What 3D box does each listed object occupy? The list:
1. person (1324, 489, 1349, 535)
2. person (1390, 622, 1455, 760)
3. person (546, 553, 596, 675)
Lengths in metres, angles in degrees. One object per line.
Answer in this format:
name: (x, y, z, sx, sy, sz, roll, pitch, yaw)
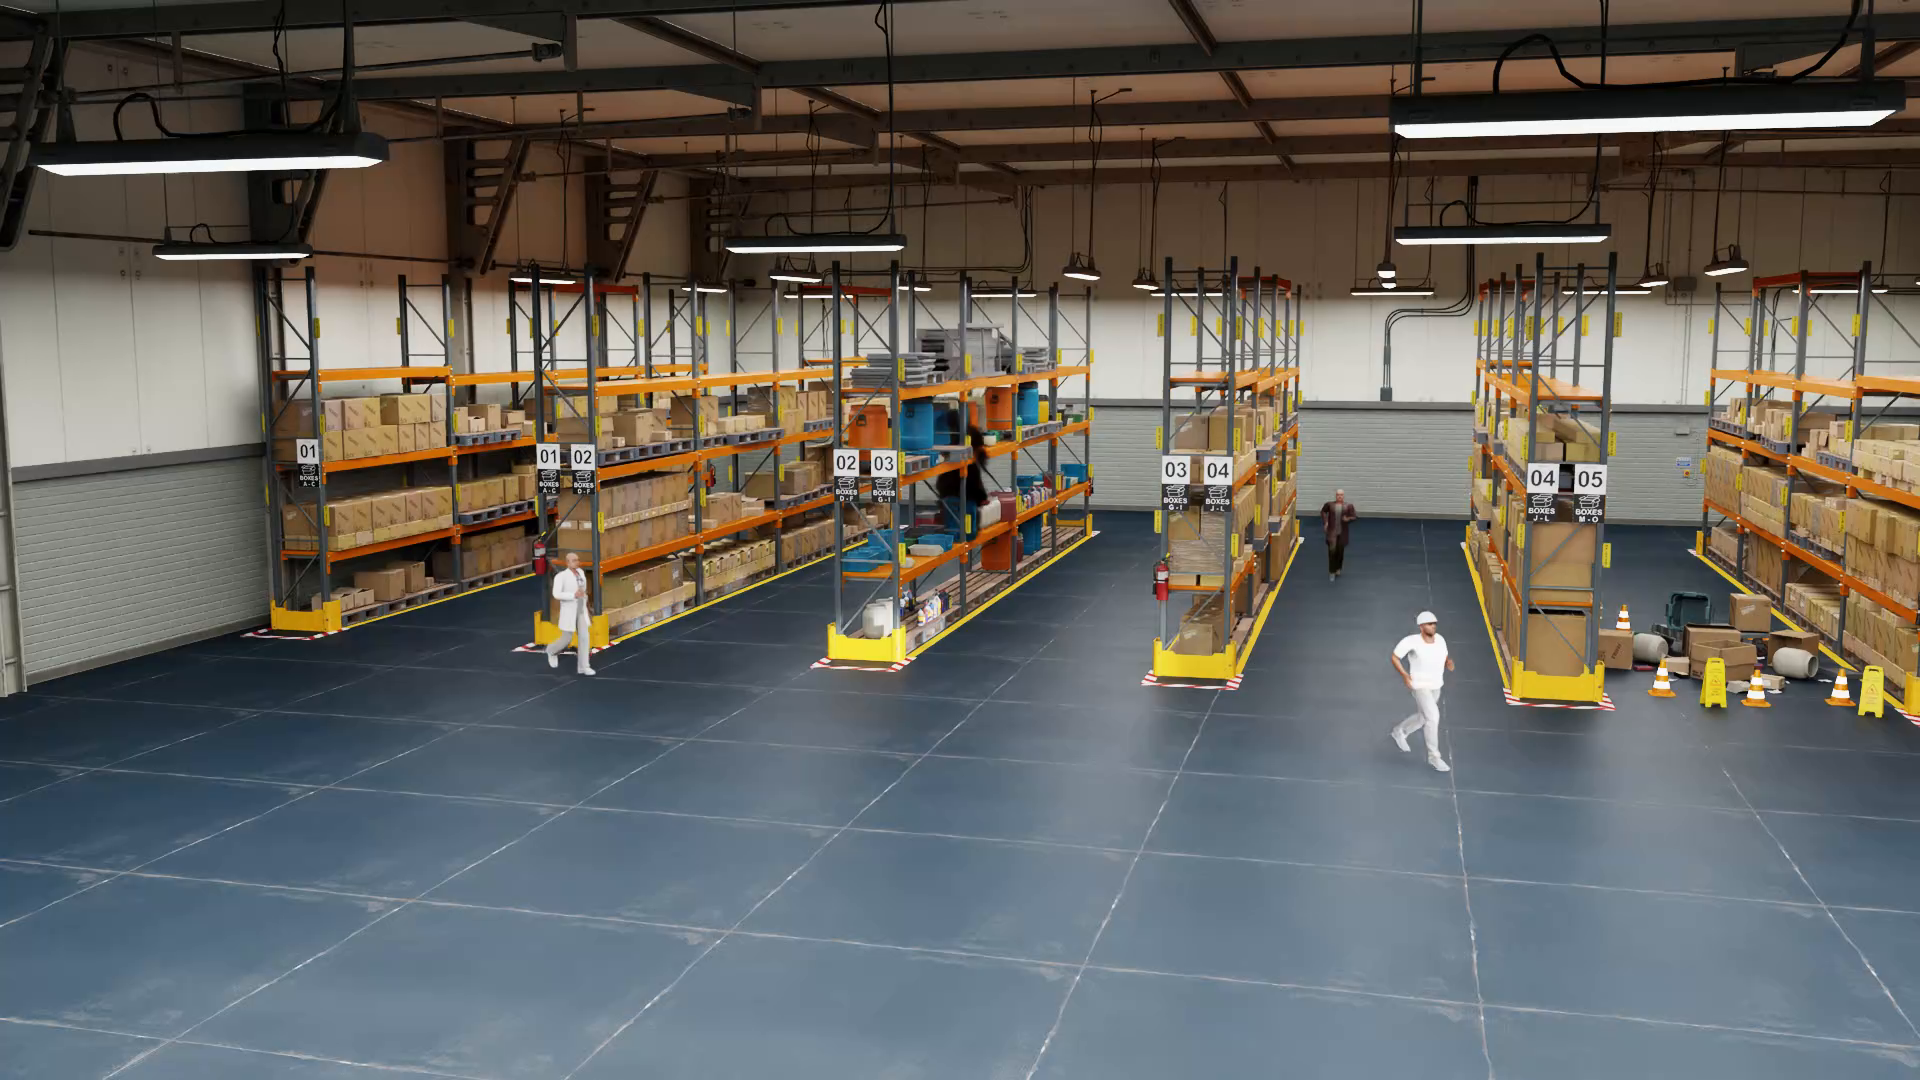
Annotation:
person: (7.563, -0.554, 33.163, 0.651, 0.908, 0.686, 1, 7, 10)
person: (5.345, 1.670, 19.241, 0.682, 1.638, 0.771, -4, 8, -31)
person: (-5.635, 1.058, 24.113, 0.996, 1.755, 0.719, 6, 9, 37)
